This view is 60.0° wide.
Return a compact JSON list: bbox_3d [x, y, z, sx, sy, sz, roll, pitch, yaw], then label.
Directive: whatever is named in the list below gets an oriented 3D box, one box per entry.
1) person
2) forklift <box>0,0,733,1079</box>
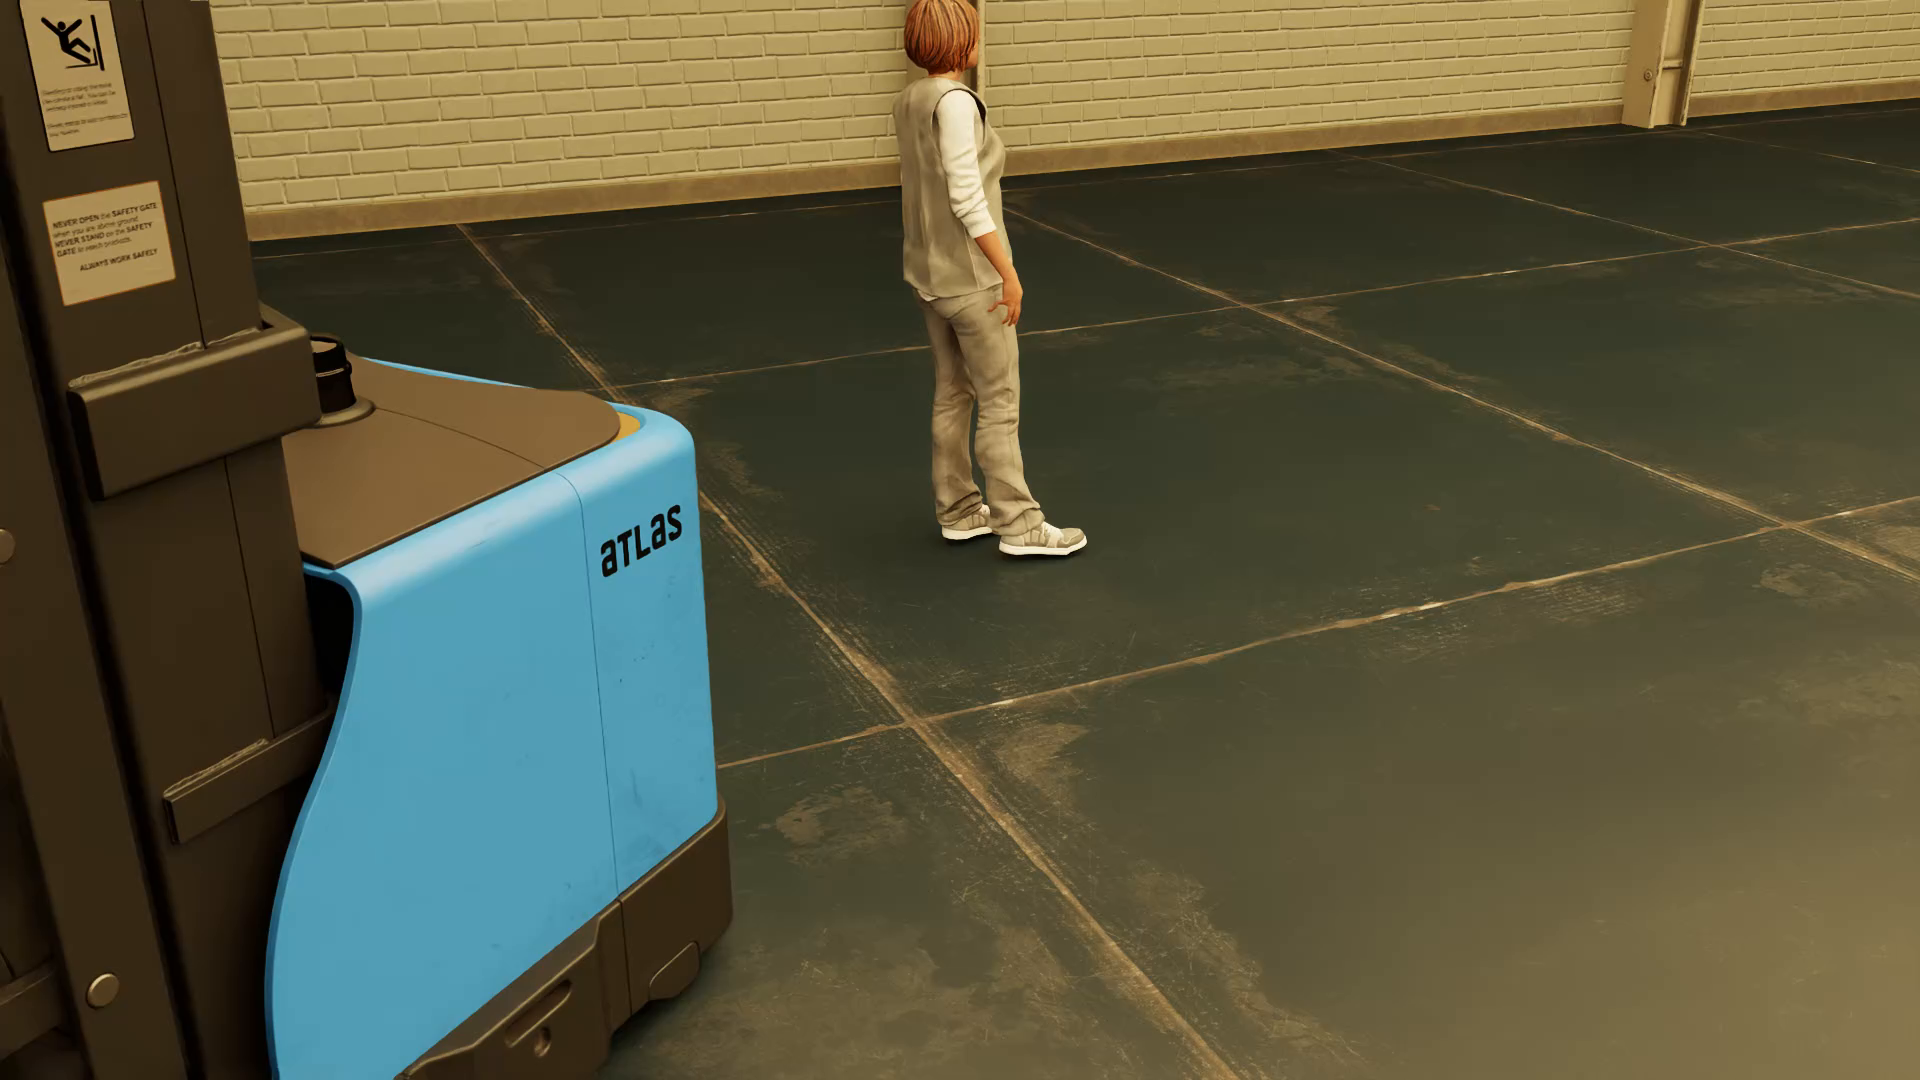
[{"bbox_3d":[0.074,-0.748,4.816,0.473,1.592,0.520,-10,25,-23],"label":"person"},{"bbox_3d":[-1.570,-0.162,1.675,1.130,2.935,3.031,11,25,26],"label":"forklift"}]
